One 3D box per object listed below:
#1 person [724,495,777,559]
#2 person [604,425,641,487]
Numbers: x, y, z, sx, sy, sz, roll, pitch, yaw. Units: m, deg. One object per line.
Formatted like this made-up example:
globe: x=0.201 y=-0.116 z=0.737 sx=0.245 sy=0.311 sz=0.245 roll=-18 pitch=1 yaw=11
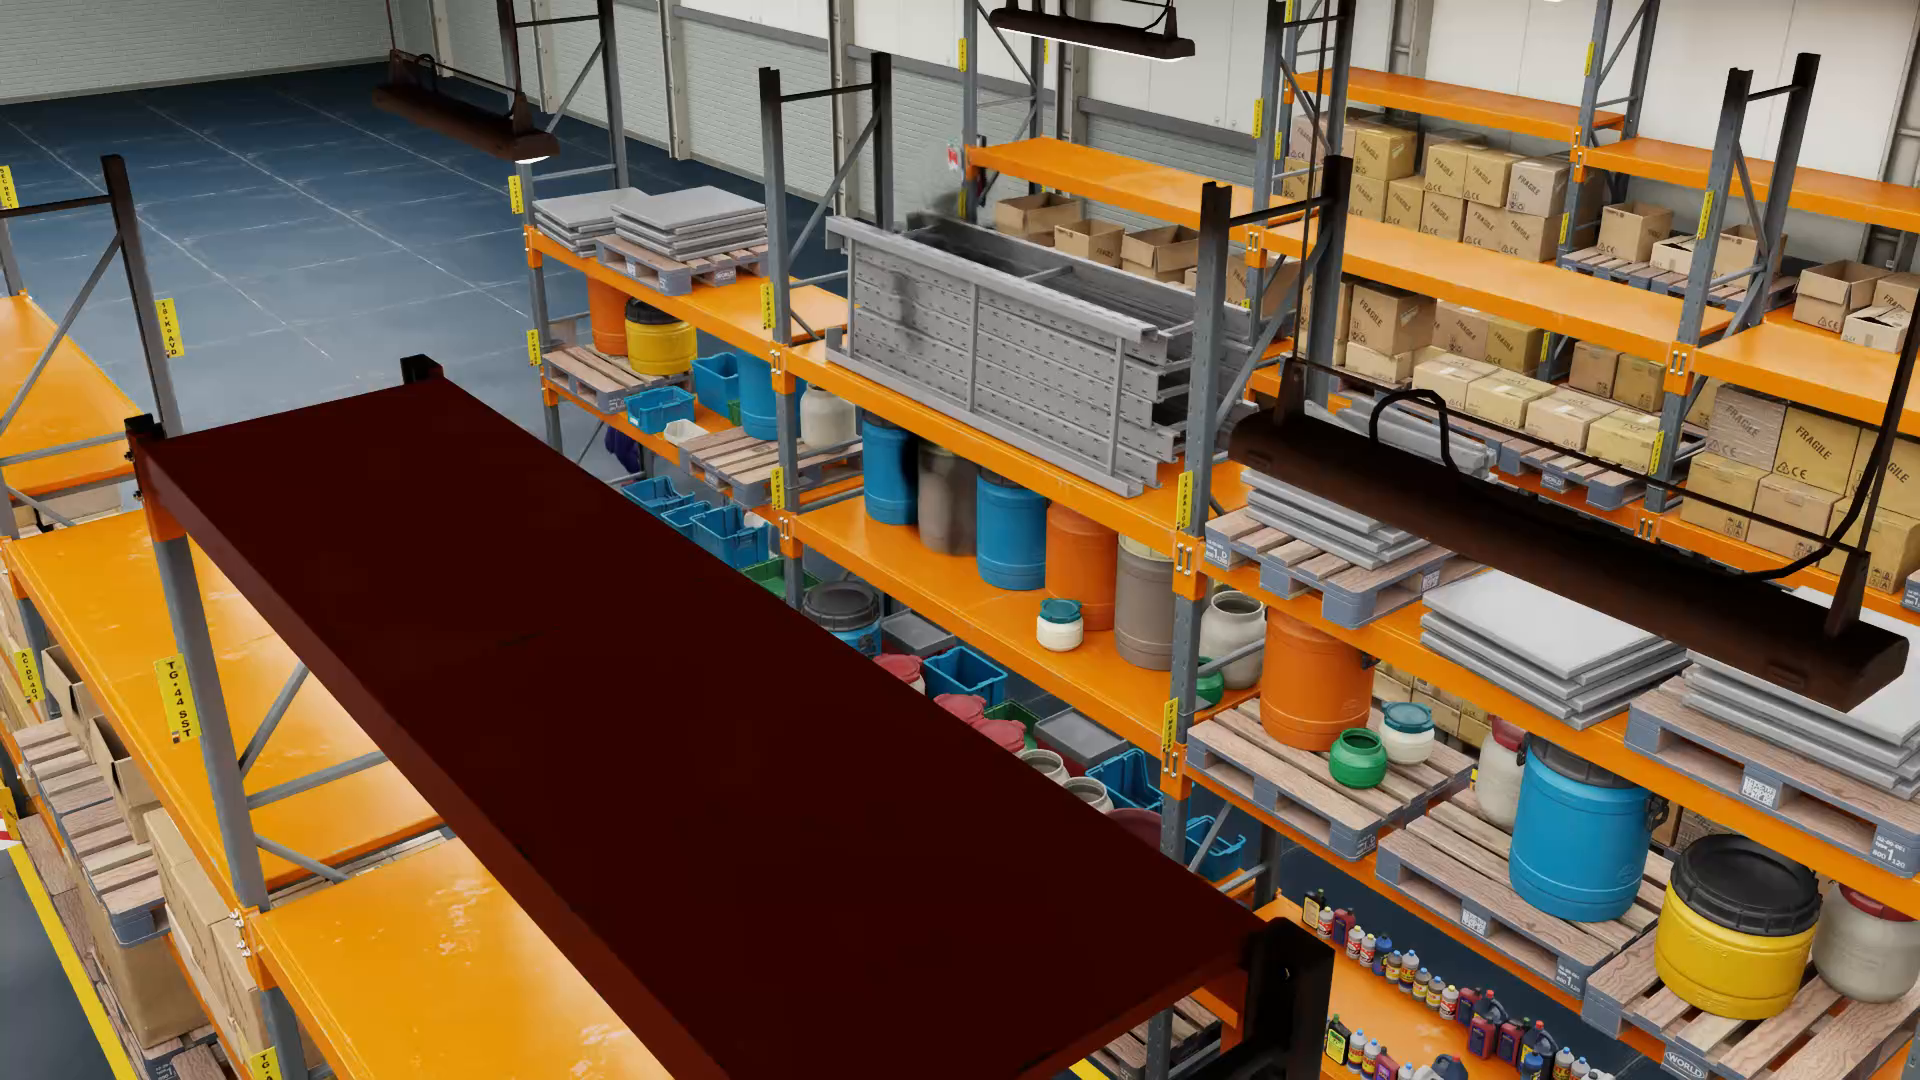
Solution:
person: x=-2.056 y=-0.171 z=16.638 sx=0.863 sy=1.765 sz=0.664 roll=18 pitch=31 yaw=33
person: x=-3.876 y=-1.377 z=19.287 sx=0.547 sy=1.603 sz=0.607 roll=-8 pitch=27 yaw=-17
